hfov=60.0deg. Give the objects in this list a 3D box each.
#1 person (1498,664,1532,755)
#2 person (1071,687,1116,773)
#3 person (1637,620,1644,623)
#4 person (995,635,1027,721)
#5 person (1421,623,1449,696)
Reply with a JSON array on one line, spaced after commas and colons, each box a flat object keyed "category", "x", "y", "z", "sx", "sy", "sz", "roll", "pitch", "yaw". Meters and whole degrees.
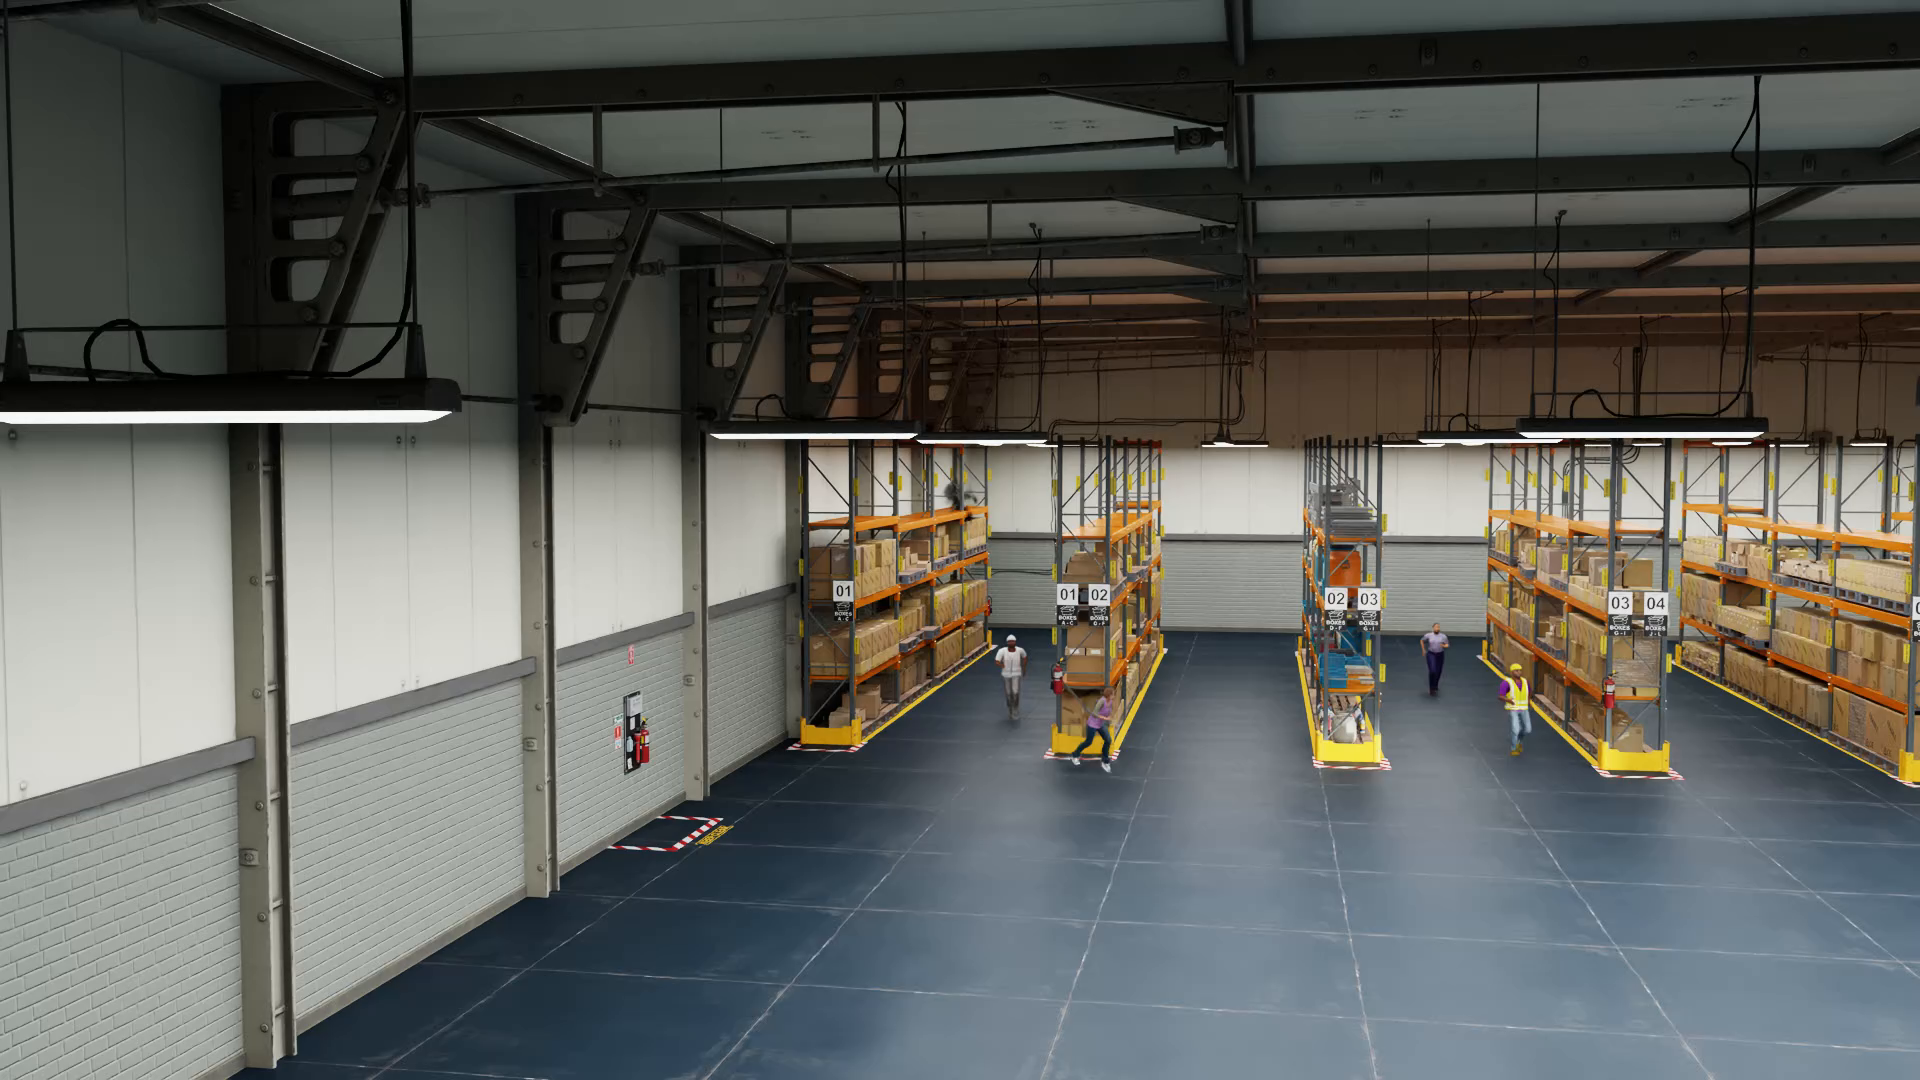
[{"category": "person", "x": 10.422, "y": 3.172, "z": 31.026, "sx": 0.688, "sy": 1.720, "sz": 0.582, "roll": 0, "pitch": 3, "yaw": -5}, {"category": "person", "x": 2.397, "y": 3.433, "z": 29.746, "sx": 0.894, "sy": 1.437, "sz": 0.580, "roll": 2, "pitch": 4, "yaw": 35}, {"category": "person", "x": 18.345, "y": 2.494, "z": 45.361, "sx": 0.649, "sy": 1.532, "sz": 0.734, "roll": -1, "pitch": 3, "yaw": -24}, {"category": "person", "x": 1.081, "y": 2.931, "z": 35.509, "sx": 0.676, "sy": 1.825, "sz": 0.769, "roll": 0, "pitch": 3, "yaw": 5}, {"category": "person", "x": 11.167, "y": 2.805, "z": 39.070, "sx": 0.582, "sy": 1.692, "sz": 0.759, "roll": 0, "pitch": 3, "yaw": -1}]
